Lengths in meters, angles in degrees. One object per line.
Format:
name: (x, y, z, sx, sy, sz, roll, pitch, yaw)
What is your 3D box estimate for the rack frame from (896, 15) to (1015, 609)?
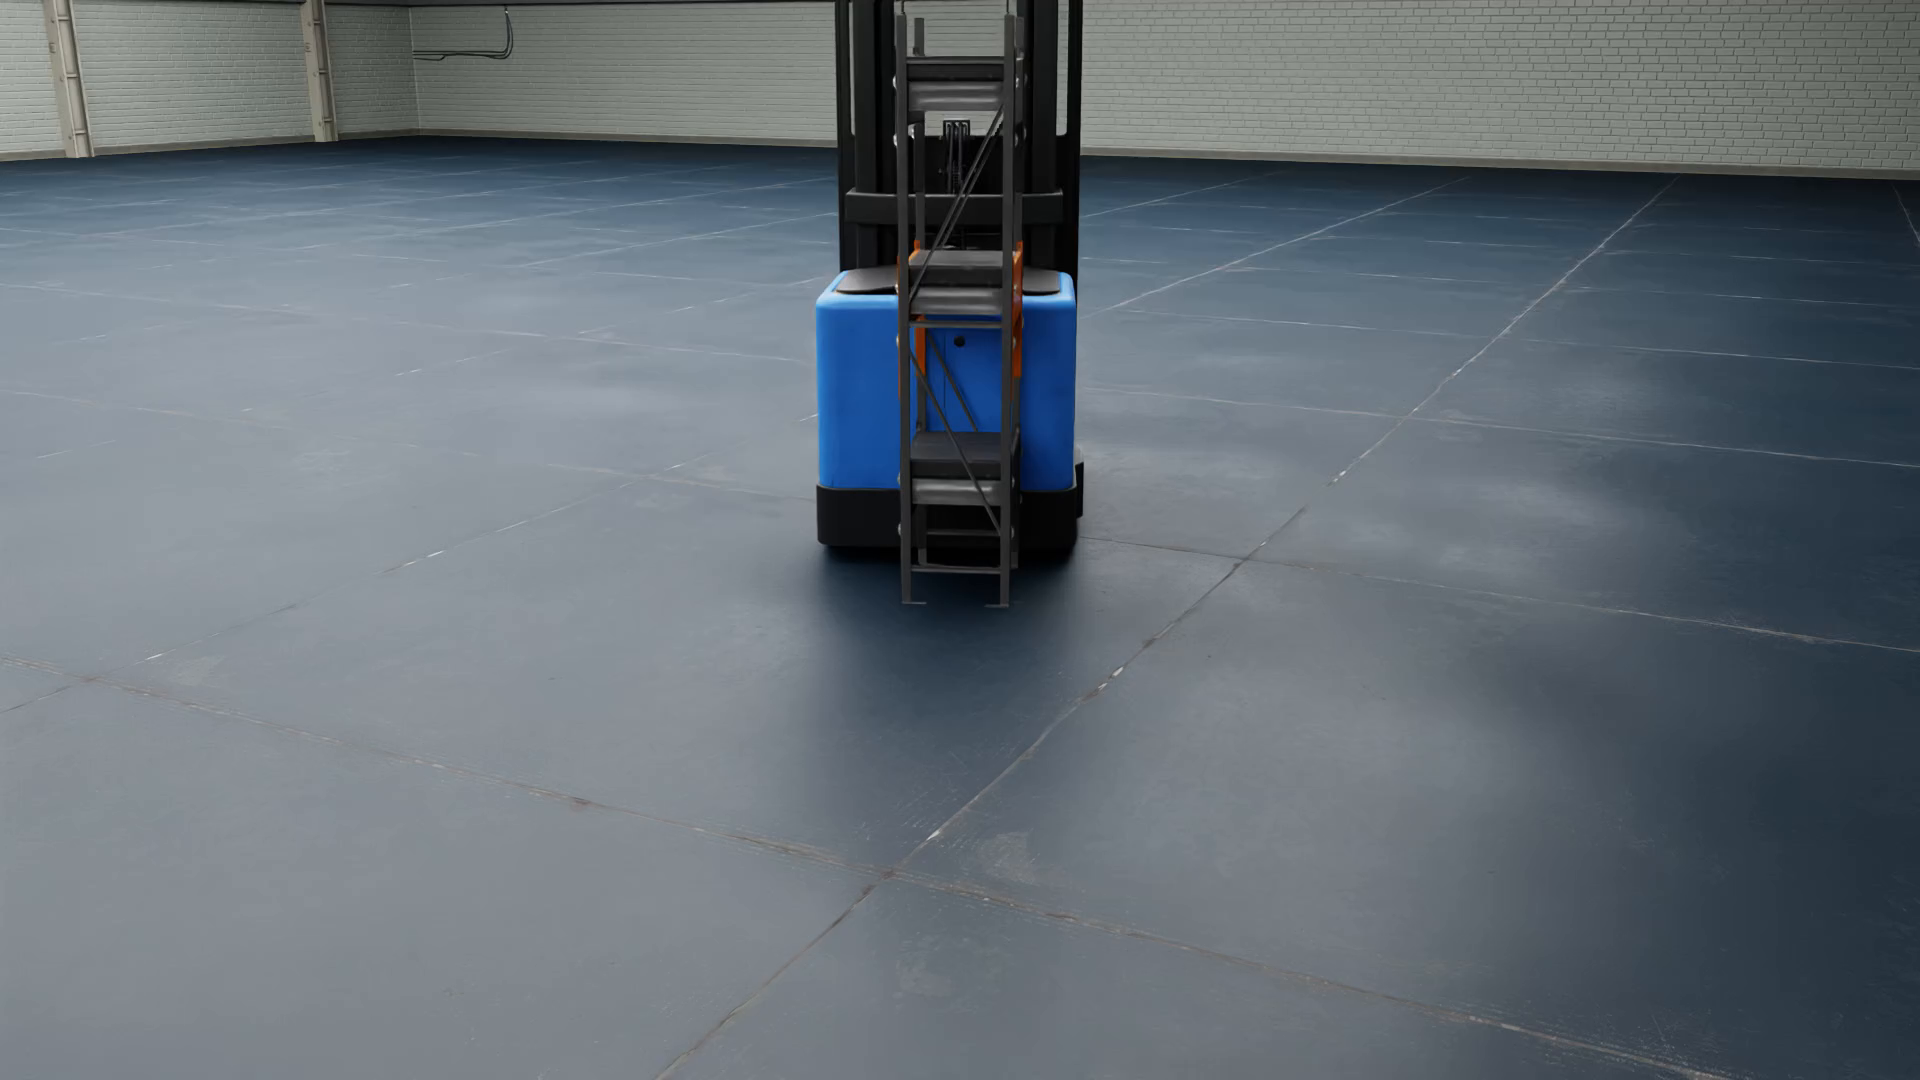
rack frame: (-0.016, -0.758, 5.887, 0.400, 2.100, 0.015, 2, 17, 5)

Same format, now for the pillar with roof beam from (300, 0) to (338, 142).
pillar with roof beam: (-10.041, -12.511, 33.340, 9.100, 9.000, 0.400, 8, 18, 25)

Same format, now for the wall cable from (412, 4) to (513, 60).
wall cable: (-11.393, -12.152, 37.586, 3.097, 2.526, 0.112, 8, 18, 25)

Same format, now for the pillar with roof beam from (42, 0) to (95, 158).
pillar with roof beam: (-12.722, -10.982, 28.195, 9.100, 9.000, 0.400, 8, 18, 25)

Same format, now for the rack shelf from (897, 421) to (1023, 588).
rack shelf: (0.008, -0.143, 6.323, 0.431, 0.518, 0.480, 2, 17, 5)

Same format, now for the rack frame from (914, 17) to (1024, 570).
rack frame: (0.032, -0.896, 6.353, 0.400, 2.100, 0.015, 2, 17, 5)

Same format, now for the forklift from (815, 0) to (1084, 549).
forklift: (0.006, -1.734, 7.715, 1.130, 2.935, 3.031, 1, 17, 2)

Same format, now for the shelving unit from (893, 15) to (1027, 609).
shelving unit: (0.008, -0.827, 6.120, 0.431, 2.100, 0.503, 2, 17, 5)

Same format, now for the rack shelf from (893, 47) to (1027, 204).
rack shelf: (0.008, -1.485, 5.925, 0.431, 0.518, 0.480, 2, 17, 5)

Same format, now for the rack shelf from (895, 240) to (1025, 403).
rack shelf: (0.008, -0.814, 6.124, 0.431, 0.518, 0.480, 2, 17, 5)
